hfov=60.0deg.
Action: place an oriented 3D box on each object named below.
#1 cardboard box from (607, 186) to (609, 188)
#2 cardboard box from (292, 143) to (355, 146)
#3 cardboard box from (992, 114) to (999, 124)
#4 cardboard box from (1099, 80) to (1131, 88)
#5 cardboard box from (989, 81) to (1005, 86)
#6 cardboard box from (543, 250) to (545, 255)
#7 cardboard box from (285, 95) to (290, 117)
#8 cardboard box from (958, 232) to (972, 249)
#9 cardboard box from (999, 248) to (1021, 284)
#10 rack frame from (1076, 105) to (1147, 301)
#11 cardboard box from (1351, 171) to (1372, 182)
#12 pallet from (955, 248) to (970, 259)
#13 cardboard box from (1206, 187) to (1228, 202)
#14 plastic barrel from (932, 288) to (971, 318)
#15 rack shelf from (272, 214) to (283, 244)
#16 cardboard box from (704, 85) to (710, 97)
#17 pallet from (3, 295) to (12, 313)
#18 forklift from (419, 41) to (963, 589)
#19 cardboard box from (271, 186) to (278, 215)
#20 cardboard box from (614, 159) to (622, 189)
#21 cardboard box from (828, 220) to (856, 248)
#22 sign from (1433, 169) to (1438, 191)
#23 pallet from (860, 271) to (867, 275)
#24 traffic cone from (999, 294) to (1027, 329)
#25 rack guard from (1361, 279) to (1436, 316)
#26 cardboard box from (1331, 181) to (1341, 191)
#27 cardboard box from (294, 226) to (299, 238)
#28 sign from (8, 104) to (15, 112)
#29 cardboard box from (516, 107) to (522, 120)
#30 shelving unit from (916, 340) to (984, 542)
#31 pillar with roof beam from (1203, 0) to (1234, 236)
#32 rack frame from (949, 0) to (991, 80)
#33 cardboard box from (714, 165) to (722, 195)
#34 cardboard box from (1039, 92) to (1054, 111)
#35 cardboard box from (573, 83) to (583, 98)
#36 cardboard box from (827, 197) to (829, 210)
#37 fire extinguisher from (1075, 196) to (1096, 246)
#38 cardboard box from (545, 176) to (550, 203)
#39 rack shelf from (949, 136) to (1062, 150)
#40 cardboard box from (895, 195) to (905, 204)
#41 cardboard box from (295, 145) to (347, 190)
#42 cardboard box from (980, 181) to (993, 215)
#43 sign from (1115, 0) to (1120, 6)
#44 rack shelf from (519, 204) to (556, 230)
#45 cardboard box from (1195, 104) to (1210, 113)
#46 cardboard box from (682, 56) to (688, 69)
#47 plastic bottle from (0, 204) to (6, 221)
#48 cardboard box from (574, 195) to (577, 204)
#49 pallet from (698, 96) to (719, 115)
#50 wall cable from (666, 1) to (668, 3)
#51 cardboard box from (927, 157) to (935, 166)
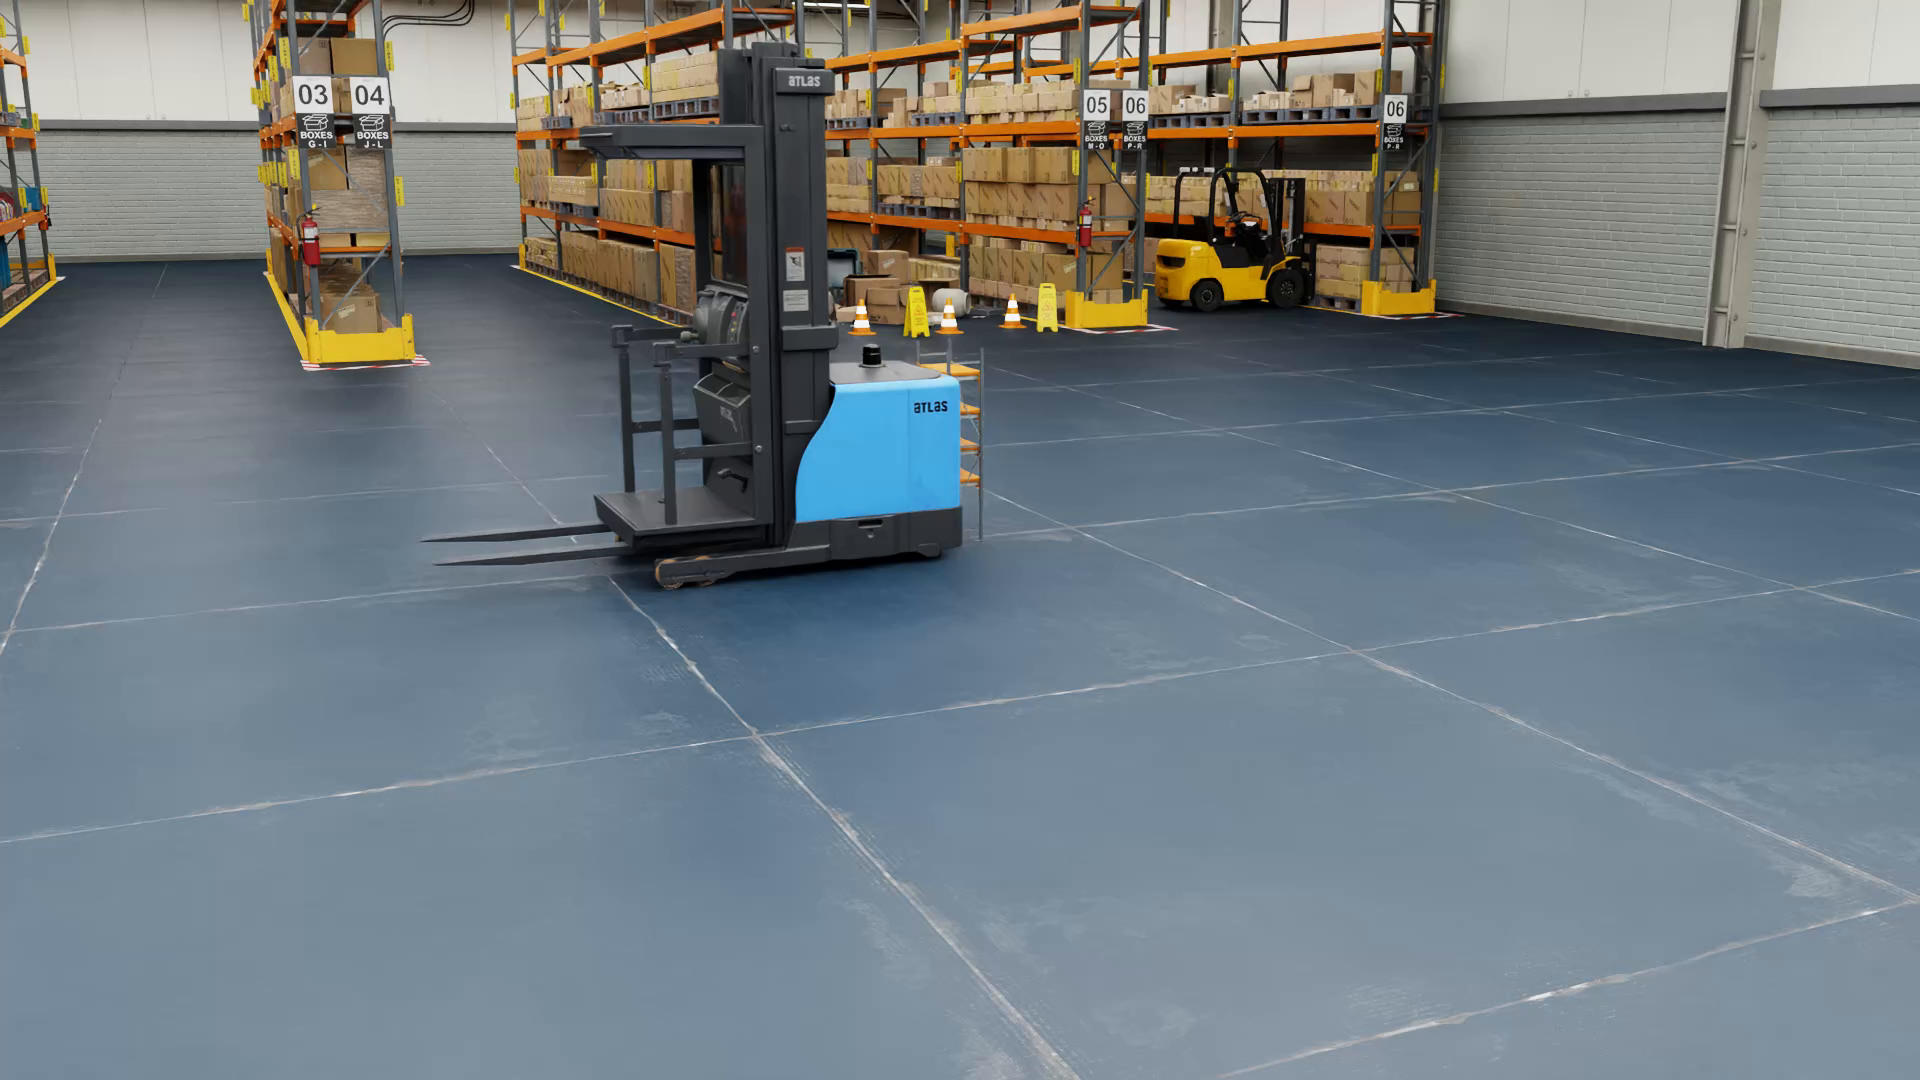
[{"bbox_3d":[-6.039,-6.204,29.490,0.380,0.149,0.250,-6,14,-23],"label":"cardboard box"},{"bbox_3d":[-8.782,-5.065,23.340,1.000,1.000,1.000,-6,14,-23],"label":"cardboard box"},{"bbox_3d":[0.707,-6.383,25.202,0.380,0.149,0.250,-5,14,-21],"label":"cardboard box"},{"bbox_3d":[2.135,-6.279,22.985,0.380,0.149,0.250,-6,14,-23],"label":"cardboard box"},{"bbox_3d":[0.413,-7.382,27.252,0.500,0.250,0.500,-6,14,-24],"label":"cardboard box"},{"bbox_3d":[-8.258,-5.861,33.774,0.380,0.149,0.250,-5,14,-20],"label":"cardboard box"},{"bbox_3d":[-8.022,-5.343,20.483,0.500,0.250,0.500,-6,14,-24],"label":"cardboard box"},{"bbox_3d":[0.386,-7.068,38.862,0.797,0.503,0.637,-6,14,-25],"label":"cardboard box"},{"bbox_3d":[0.909,-4.154,25.168,0.500,0.500,0.500,-5,14,-20],"label":"cardboard box"},{"bbox_3d":[2.091,-4.460,22.988,1.000,3.000,0.127,-6,14,-23],"label":"rack frame"},{"bbox_3d":[6.174,-5.522,25.256,0.380,0.149,0.250,-6,14,-23],"label":"cardboard box"},{"bbox_3d":[0.579,-6.676,38.746,1.003,0.211,1.213,-6,14,-23],"label":"pallet"},{"bbox_3d":[4.604,-5.984,28.798,0.500,0.250,0.500,-6,14,-24],"label":"cardboard box"},{"bbox_3d":[-0.124,-3.495,24.531,0.512,0.421,0.421,4,14,16],"label":"plastic barrel"},{"bbox_3d":[-10.995,-5.280,28.128,1.077,0.370,4.000,-6,14,-23],"label":"rack shelf"},{"bbox_3d":[-3.051,-5.727,21.216,0.380,0.149,0.250,-5,14,-22],"label":"cardboard box"},{"bbox_3d":[-15.086,-3.571,25.331,1.003,0.211,1.213,-6,14,-23],"label":"pallet"},{"bbox_3d":[-1.548,-1.290,9.443,3.031,2.935,1.130,-6,14,-23],"label":"forklift"},{"bbox_3d":[-11.841,-5.975,29.313,0.500,0.500,0.500,-6,14,-23],"label":"cardboard box"},{"bbox_3d":[-5.234,-5.983,27.128,0.700,0.500,0.500,-6,14,-24],"label":"cardboard box"},{"bbox_3d":[-2.025,-5.802,32.566,0.875,0.875,0.875,-5,14,-21],"label":"cardboard box"},{"bbox_3d":[7.148,-5.418,25.033,0.100,0.325,0.005,-6,14,-23],"label":"sign"},{"bbox_3d":[-1.360,-4.924,31.177,1.003,0.211,1.213,-6,14,-23],"label":"pallet"},{"bbox_3d":[0.737,-3.196,23.154,0.336,0.463,0.334,-6,14,-23],"label":"traffic cone"},{"bbox_3d":[6.647,-3.686,25.189,1.175,0.500,0.348,-6,14,-23],"label":"rack guard"},{"bbox_3d":[5.976,-5.482,25.742,0.380,0.149,0.250,-6,14,-23],"label":"cardboard box"},{"bbox_3d":[-8.396,-3.989,21.511,0.380,0.149,0.250,-6,14,-23],"label":"cardboard box"},{"bbox_3d":[-15.830,-7.112,27.773,0.100,0.325,0.005,-6,14,-23],"label":"sign"},{"bbox_3d":[-8.872,-8.813,34.369,0.500,0.250,0.500,-5,14,-22],"label":"cardboard box"},{"bbox_3d":[-0.066,-0.619,10.382,0.258,1.200,0.503,-6,14,-23],"label":"shelving unit"},{"bbox_3d":[0.836,-8.908,28.901,9.100,9.000,0.400,-6,14,-23],"label":"pillar with roof beam"},{"bbox_3d":[0.228,-11.137,38.534,1.000,3.000,0.127,-6,14,-23],"label":"rack frame"},{"bbox_3d":[-2.822,-4.777,21.628,0.875,0.550,0.550,-6,14,-23],"label":"cardboard box"},{"bbox_3d":[1.451,-6.180,23.439,0.500,0.250,0.500,-6,14,-24],"label":"cardboard box"},{"bbox_3d":[-6.543,-7.852,29.071,0.396,0.266,0.258,-6,14,-23],"label":"cardboard box"},{"bbox_3d":[-2.382,-6.537,32.296,0.500,0.250,0.500,-6,14,-23],"label":"cardboard box"},{"bbox_3d":[1.715,-4.357,22.714,0.296,0.674,0.183,-6,14,-23],"label":"fire extinguisher"},{"bbox_3d":[-7.664,-6.739,31.954,0.500,0.500,0.500,-6,14,-23],"label":"cardboard box"},{"bbox_3d":[1.029,-8.912,37.168,1.077,0.370,4.000,-6,14,-23],"label":"rack shelf"},{"bbox_3d":[-0.913,-5.930,28.966,0.380,0.149,0.250,-6,14,-23],"label":"cardboard box"},{"bbox_3d":[-7.436,-4.337,19.357,0.500,0.500,0.500,-6,14,-23],"label":"cardboard box"},{"bbox_3d":[0.632,-5.262,25.573,0.500,0.500,0.500,-6,14,-23],"label":"cardboard box"},{"bbox_3d":[2.940,-9.927,31.058,0.100,0.325,0.005,-6,14,-23],"label":"sign"},{"bbox_3d":[-8.012,-6.534,33.544,1.077,0.370,4.000,-6,14,-23],"label":"rack shelf"},{"bbox_3d":[4.316,-7.528,28.994,0.380,0.149,0.250,-6,14,-23],"label":"cardboard box"},{"bbox_3d":[-3.461,-6.327,22.037,0.380,0.149,0.250,-6,14,-23],"label":"cardboard box"},{"bbox_3d":[-15.478,-5.277,26.791,0.152,0.276,0.135,-6,14,-23],"label":"plastic bottle"},{"bbox_3d":[-6.525,-5.944,29.025,0.380,0.149,0.250,-6,14,-24],"label":"cardboard box"},{"bbox_3d":[-2.711,-5.563,21.296,1.003,0.211,1.213,-6,14,-23],"label":"pallet"},{"bbox_3d":[-8.272,-14.620,40.279,2.355,3.000,0.029,-6,14,-23],"label":"wall cable"},{"bbox_3d":[-0.323,-6.271,27.563,0.380,0.149,0.250,-6,14,-25],"label":"cardboard box"}]
